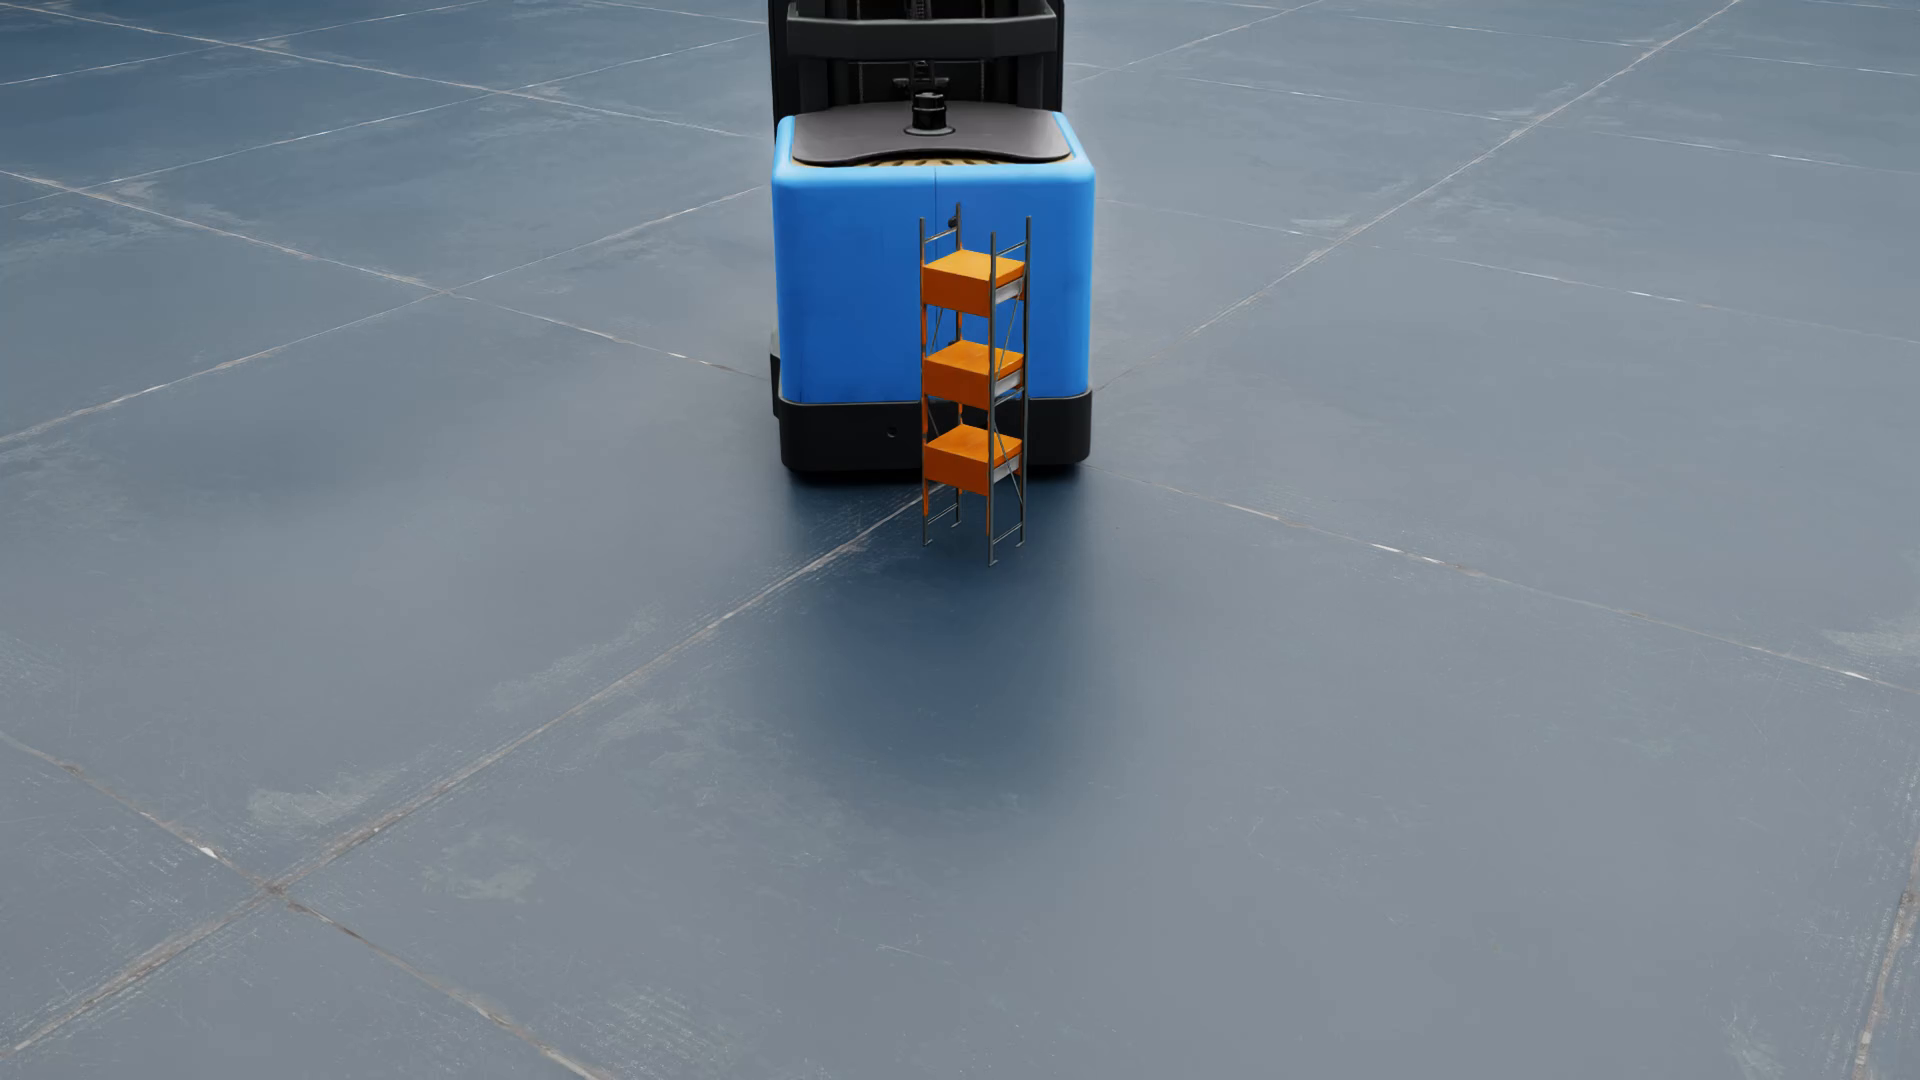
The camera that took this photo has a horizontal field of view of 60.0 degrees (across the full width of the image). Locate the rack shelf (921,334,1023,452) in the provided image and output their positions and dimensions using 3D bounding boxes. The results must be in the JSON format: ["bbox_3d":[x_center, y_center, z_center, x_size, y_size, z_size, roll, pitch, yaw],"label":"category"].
[{"bbox_3d":[0.044,-0.445,4.990,0.240,0.259,0.215,17,32,30],"label":"rack shelf"}]

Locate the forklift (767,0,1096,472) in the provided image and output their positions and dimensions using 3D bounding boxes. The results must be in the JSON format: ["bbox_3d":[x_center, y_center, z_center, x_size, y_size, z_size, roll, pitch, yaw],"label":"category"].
[{"bbox_3d":[-0.178,-2.167,6.276,1.130,2.935,3.031,-2,27,-4],"label":"forklift"}]

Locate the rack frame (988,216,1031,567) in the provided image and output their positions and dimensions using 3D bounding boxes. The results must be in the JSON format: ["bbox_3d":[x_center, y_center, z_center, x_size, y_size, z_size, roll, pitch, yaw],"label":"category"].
[{"bbox_3d":[0.145,-0.423,4.923,0.008,1.050,0.200,17,32,30],"label":"rack frame"}]

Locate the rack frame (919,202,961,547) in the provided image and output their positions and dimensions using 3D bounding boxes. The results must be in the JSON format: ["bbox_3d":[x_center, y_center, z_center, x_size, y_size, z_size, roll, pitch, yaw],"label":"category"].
[{"bbox_3d":[-0.056,-0.485,5.046,0.008,1.050,0.200,17,32,30],"label":"rack frame"}]

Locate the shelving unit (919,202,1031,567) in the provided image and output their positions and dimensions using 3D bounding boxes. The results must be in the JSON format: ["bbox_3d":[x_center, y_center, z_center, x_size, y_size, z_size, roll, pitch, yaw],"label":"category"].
[{"bbox_3d":[0.044,-0.454,4.985,0.252,1.050,0.215,17,32,30],"label":"shelving unit"}]

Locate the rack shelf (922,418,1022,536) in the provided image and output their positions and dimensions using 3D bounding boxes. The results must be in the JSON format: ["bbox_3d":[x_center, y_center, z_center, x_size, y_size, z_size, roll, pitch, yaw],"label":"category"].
[{"bbox_3d":[0.044,-0.197,5.116,0.240,0.259,0.215,17,32,30],"label":"rack shelf"}]

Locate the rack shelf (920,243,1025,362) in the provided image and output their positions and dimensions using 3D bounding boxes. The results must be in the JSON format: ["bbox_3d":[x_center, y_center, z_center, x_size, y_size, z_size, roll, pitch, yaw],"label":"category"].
[{"bbox_3d":[0.044,-0.698,4.861,0.240,0.259,0.215,17,32,30],"label":"rack shelf"}]
